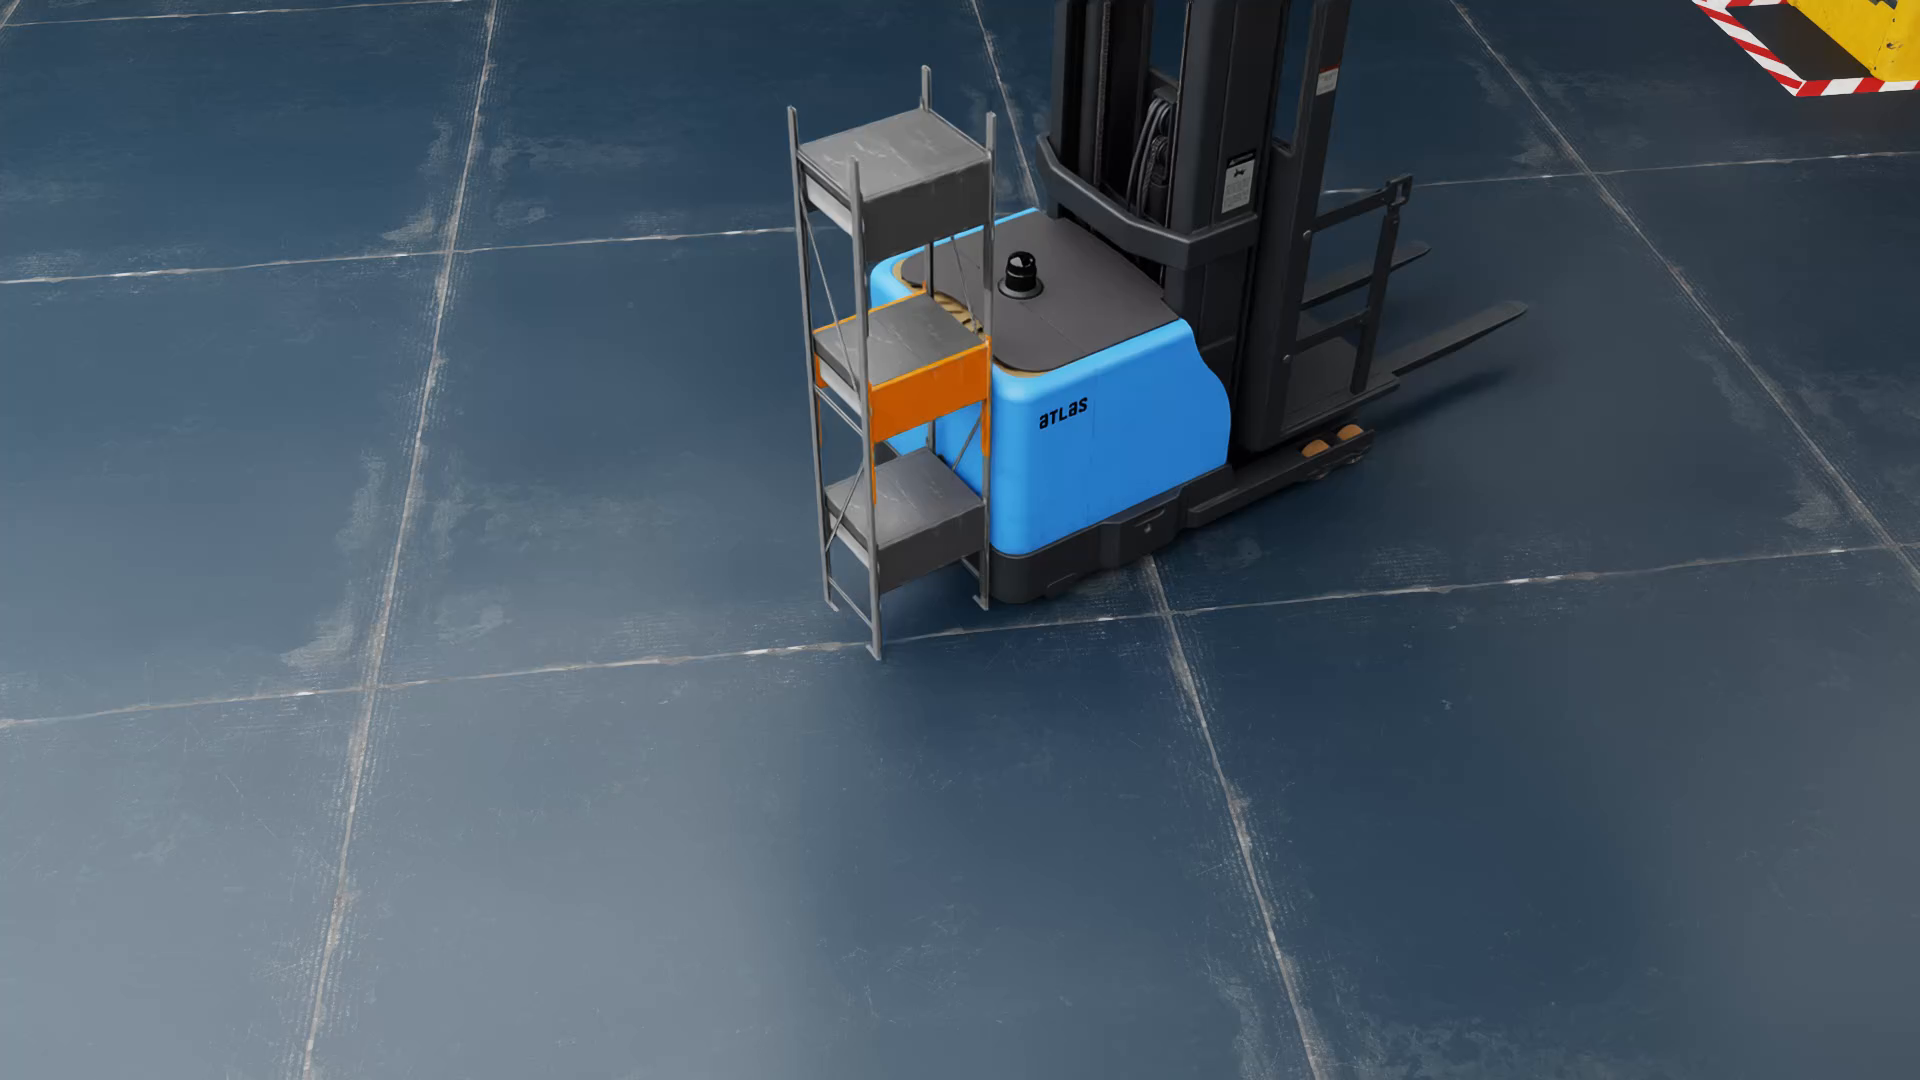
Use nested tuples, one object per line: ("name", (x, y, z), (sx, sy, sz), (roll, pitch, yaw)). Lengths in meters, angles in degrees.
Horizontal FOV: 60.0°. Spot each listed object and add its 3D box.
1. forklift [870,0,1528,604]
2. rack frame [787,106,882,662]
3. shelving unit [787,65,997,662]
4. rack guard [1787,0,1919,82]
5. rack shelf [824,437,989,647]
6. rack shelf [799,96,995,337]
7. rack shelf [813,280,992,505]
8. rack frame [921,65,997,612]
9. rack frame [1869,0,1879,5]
("forklift", (1.155, -1.615, 6.352), (3.031, 2.935, 1.130), (-24, 47, -24))
("rack frame", (-0.412, -0.435, 5.665), (0.015, 2.100, 0.400), (-24, 47, -24))
("shelving unit", (-0.209, -0.526, 5.765), (0.503, 2.100, 0.431), (-24, 47, -24))
("rack guard", (5.478, -3.261, 9.992), (0.348, 0.500, 1.175), (-5, 42, -6))
("rack shelf", (-0.209, 0.004, 6.243), (0.480, 0.518, 0.431), (-24, 47, -24))
("rack shelf", (-0.209, -1.036, 5.306), (0.480, 0.518, 0.431), (-24, 47, -24))
("rack shelf", (-0.209, -0.516, 5.775), (0.480, 0.518, 0.431), (-24, 47, -24))
("rack frame", (-0.006, -0.617, 5.866), (0.015, 2.100, 0.400), (-24, 47, -24))
("rack frame", (5.501, -4.191, 9.157), (0.127, 3.000, 1.000), (-5, 42, -6))
